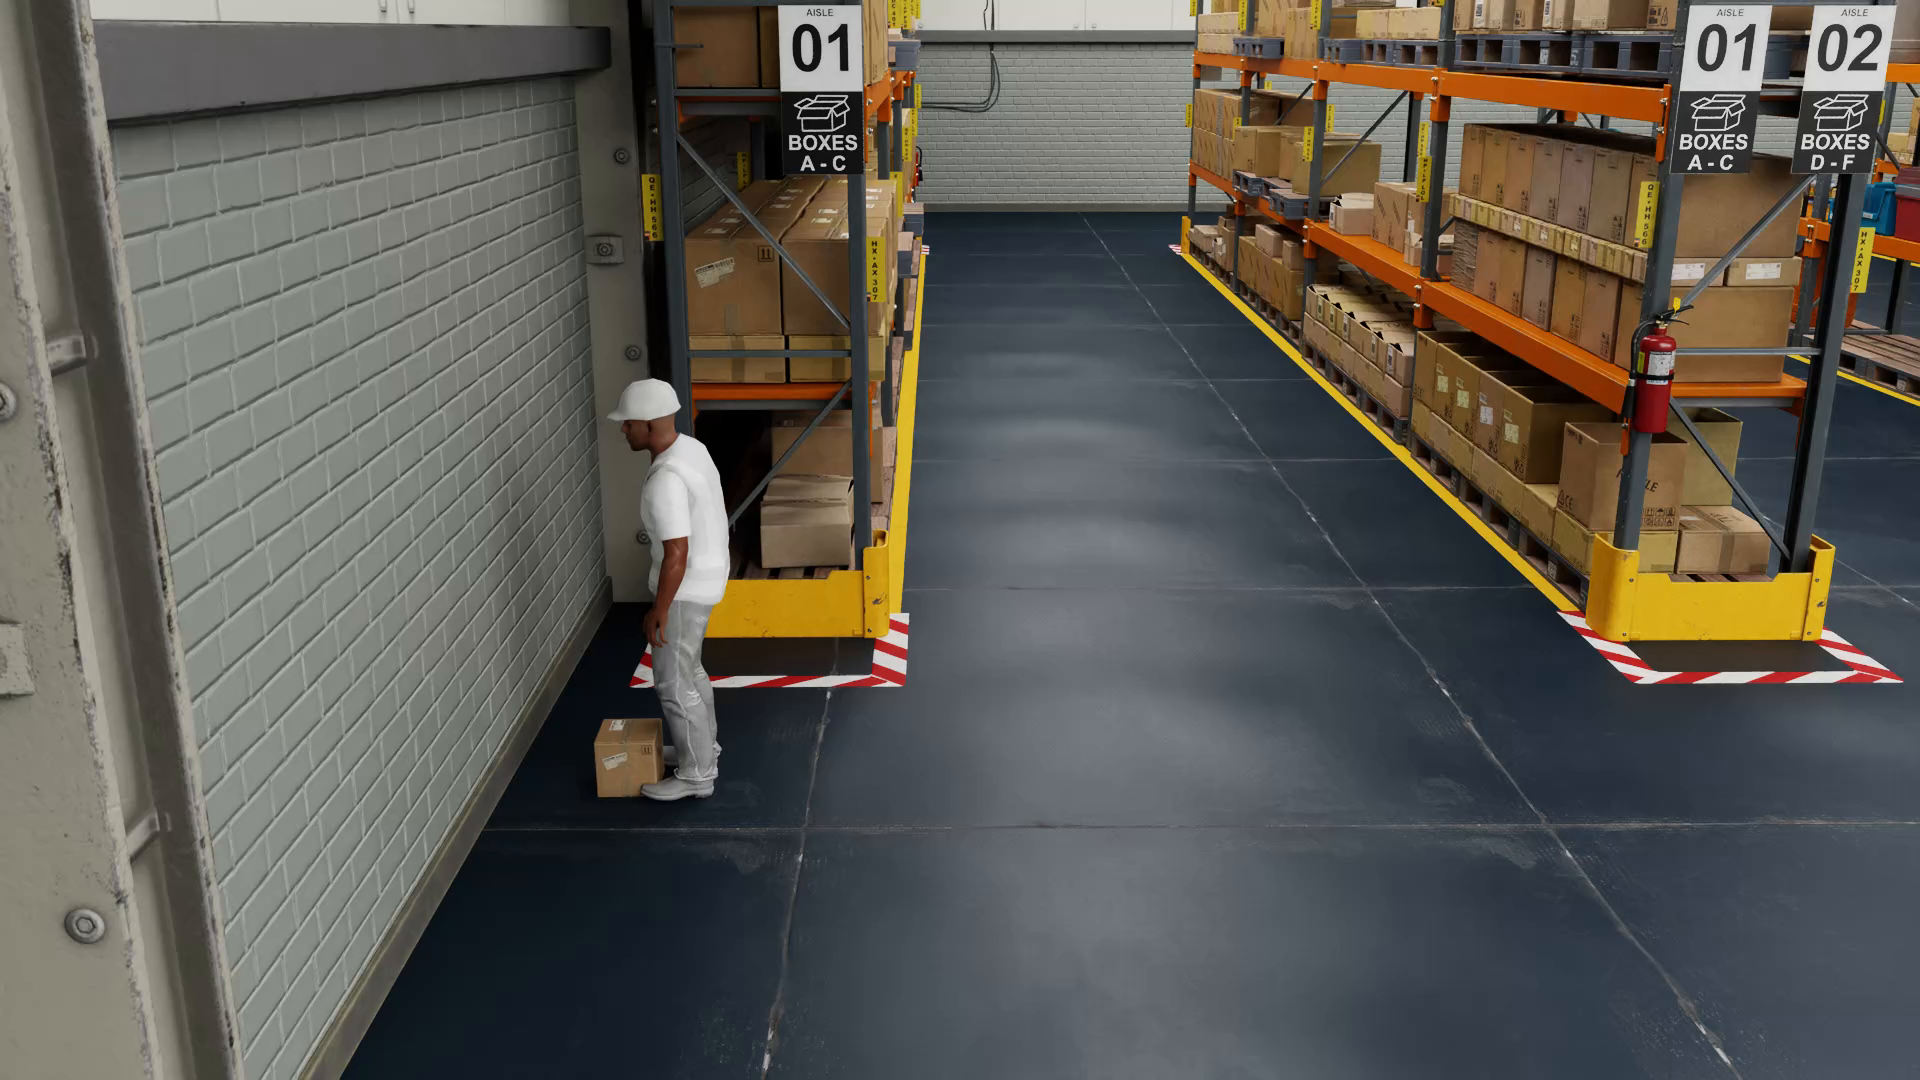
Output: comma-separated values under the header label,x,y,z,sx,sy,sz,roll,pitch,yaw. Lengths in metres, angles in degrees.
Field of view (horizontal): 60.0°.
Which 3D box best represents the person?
label,x,y,z,sx,sy,sz,roll,pitch,yaw
person,-1.177,0.197,6.867,0.456,1.761,0.627,0,17,0
